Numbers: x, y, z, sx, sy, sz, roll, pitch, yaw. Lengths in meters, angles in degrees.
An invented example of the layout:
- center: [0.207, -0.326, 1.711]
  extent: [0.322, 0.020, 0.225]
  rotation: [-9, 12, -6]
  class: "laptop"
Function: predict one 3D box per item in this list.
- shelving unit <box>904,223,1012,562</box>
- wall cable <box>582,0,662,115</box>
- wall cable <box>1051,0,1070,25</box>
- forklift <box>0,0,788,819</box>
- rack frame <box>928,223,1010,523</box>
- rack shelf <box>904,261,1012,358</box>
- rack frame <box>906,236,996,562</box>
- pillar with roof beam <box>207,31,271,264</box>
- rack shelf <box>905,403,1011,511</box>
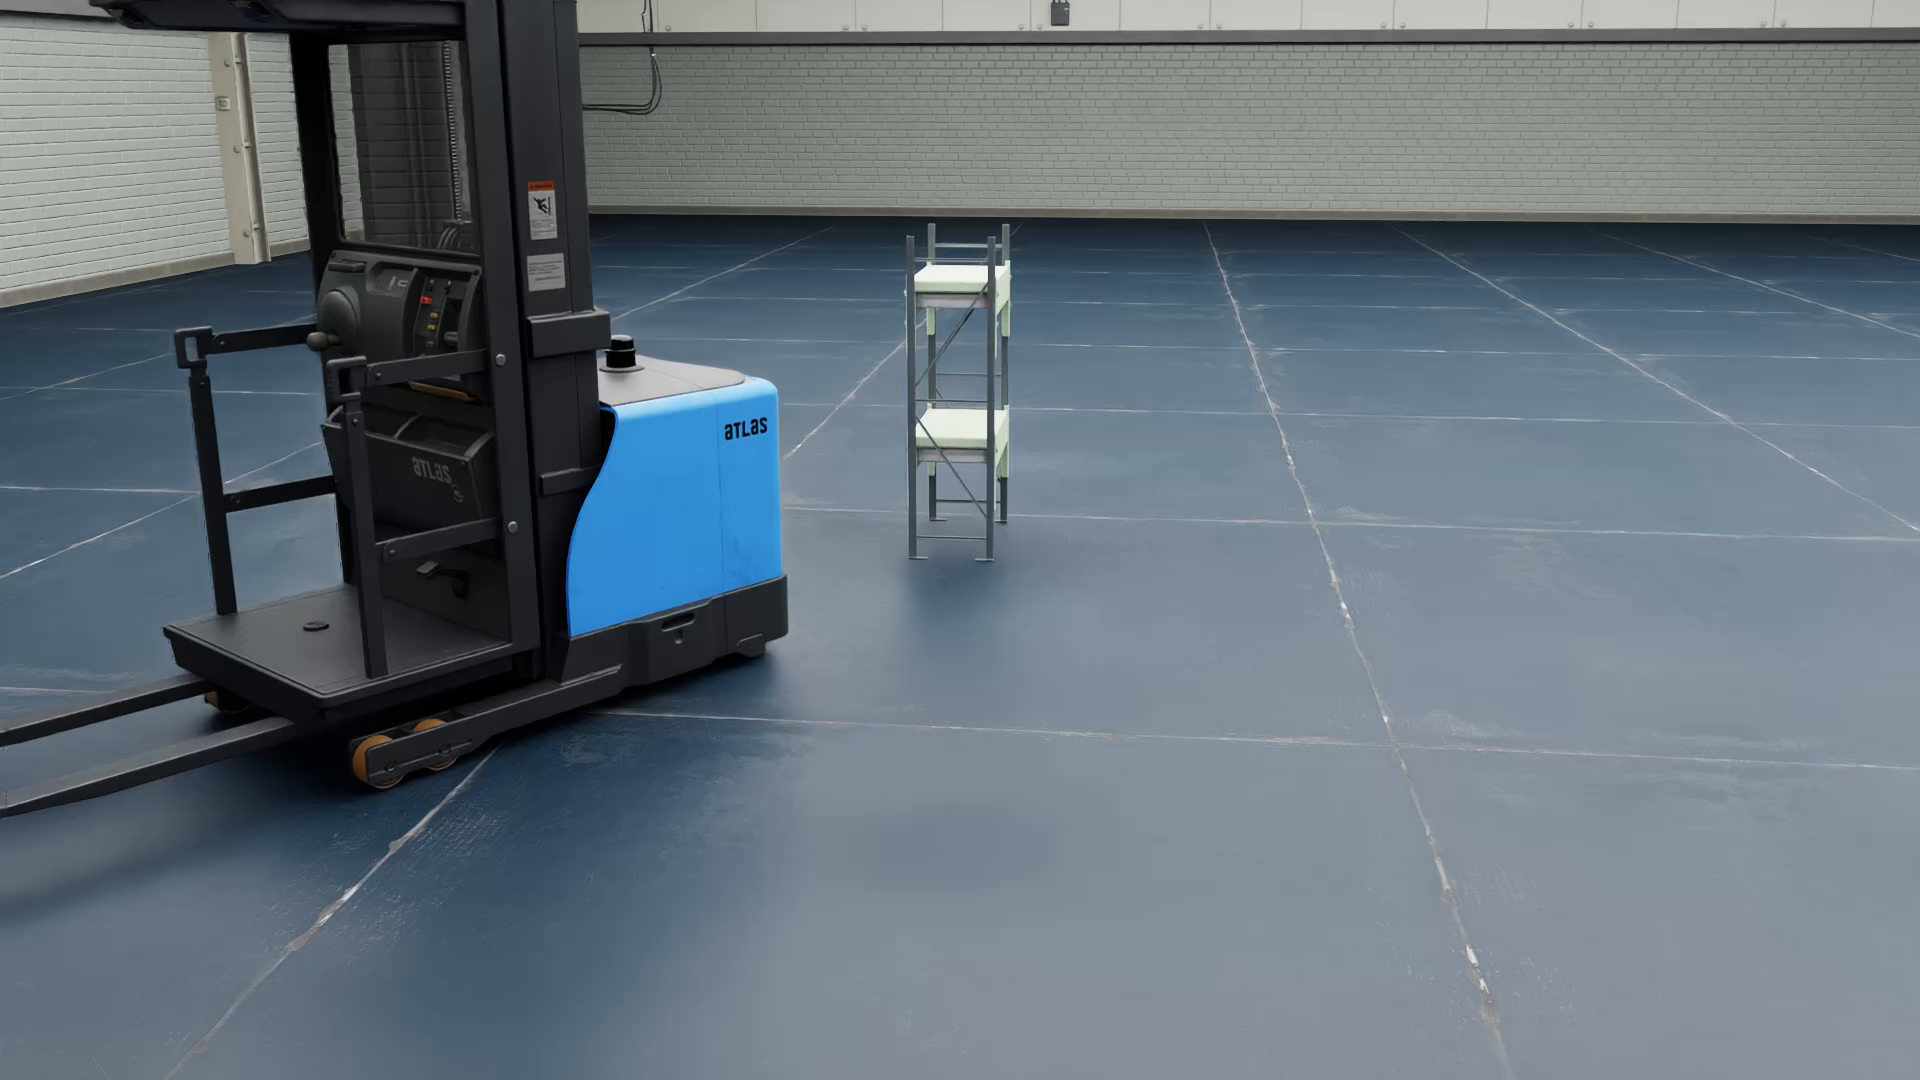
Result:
- center: [0.001, -0.726, 7.973]
  extent: [0.431, 1.500, 0.755]
  rotation: [2, 15, 6]
  class: "shelving unit"
- center: [-6.754, -8.686, 28.992]
  extent: [3.097, 2.526, 0.112]
  rotation: [2, 15, 6]
  class: "wall cable"
- center: [2.677, -11.542, 27.094]
  extent: [2.305, 6.003, 0.169]
  rotation: [2, 15, 6]
  class: "wall cable"
- center: [-2.022, -0.777, 5.420]
  extent: [1.130, 2.935, 3.031]
  rotation: [13, 20, 39]
  class: "forklift"
- center: [0.042, -0.821, 8.324]
  extent: [0.400, 1.500, 0.023]
  rotation: [2, 15, 6]
  class: "rack frame"
- center: [0.001, -1.102, 7.871]
  extent: [0.431, 0.370, 0.720]
  rotation: [2, 15, 6]
  class: "rack shelf"
- center: [-0.041, -0.631, 7.622]
  extent: [0.400, 1.500, 0.023]
  rotation: [2, 15, 6]
  class: "rack frame"
- center: [-4.800, -7.776, 19.681]
  extent: [9.100, 9.000, 0.400]
  rotation: [2, 15, 6]
  class: "pillar with roof beam"
- center: [0.001, -0.411, 8.058]
  extent: [0.431, 0.370, 0.720]
  rotation: [2, 15, 6]
  class: "rack shelf"
